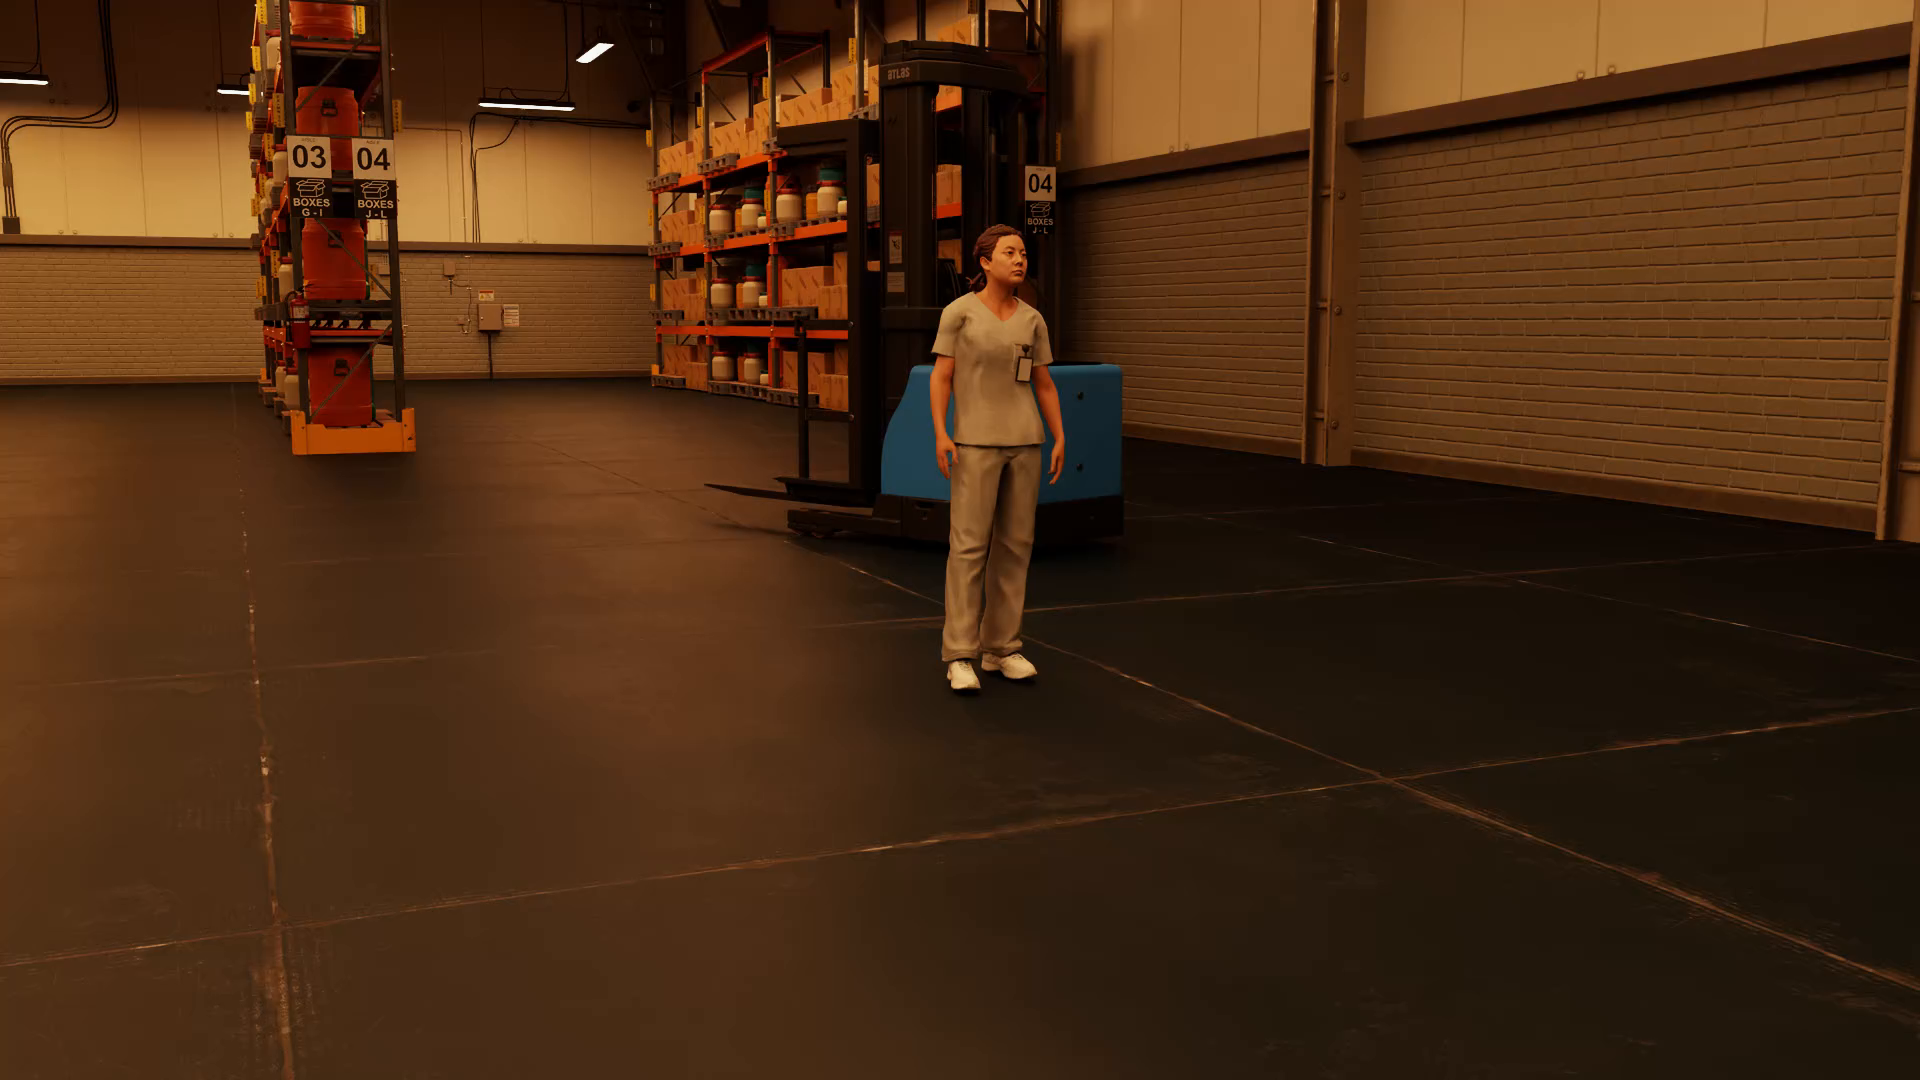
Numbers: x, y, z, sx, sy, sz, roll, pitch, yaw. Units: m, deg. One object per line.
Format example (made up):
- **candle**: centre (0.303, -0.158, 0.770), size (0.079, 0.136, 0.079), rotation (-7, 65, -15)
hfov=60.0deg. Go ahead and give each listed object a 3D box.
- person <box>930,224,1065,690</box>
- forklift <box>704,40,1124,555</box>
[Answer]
- **person**: centre (0.156, -0.324, 6.139), size (0.549, 1.674, 0.548), rotation (-3, 8, -22)
- **forklift**: centre (-0.436, -1.509, 10.383), size (3.031, 2.935, 1.130), rotation (7, 10, 44)
